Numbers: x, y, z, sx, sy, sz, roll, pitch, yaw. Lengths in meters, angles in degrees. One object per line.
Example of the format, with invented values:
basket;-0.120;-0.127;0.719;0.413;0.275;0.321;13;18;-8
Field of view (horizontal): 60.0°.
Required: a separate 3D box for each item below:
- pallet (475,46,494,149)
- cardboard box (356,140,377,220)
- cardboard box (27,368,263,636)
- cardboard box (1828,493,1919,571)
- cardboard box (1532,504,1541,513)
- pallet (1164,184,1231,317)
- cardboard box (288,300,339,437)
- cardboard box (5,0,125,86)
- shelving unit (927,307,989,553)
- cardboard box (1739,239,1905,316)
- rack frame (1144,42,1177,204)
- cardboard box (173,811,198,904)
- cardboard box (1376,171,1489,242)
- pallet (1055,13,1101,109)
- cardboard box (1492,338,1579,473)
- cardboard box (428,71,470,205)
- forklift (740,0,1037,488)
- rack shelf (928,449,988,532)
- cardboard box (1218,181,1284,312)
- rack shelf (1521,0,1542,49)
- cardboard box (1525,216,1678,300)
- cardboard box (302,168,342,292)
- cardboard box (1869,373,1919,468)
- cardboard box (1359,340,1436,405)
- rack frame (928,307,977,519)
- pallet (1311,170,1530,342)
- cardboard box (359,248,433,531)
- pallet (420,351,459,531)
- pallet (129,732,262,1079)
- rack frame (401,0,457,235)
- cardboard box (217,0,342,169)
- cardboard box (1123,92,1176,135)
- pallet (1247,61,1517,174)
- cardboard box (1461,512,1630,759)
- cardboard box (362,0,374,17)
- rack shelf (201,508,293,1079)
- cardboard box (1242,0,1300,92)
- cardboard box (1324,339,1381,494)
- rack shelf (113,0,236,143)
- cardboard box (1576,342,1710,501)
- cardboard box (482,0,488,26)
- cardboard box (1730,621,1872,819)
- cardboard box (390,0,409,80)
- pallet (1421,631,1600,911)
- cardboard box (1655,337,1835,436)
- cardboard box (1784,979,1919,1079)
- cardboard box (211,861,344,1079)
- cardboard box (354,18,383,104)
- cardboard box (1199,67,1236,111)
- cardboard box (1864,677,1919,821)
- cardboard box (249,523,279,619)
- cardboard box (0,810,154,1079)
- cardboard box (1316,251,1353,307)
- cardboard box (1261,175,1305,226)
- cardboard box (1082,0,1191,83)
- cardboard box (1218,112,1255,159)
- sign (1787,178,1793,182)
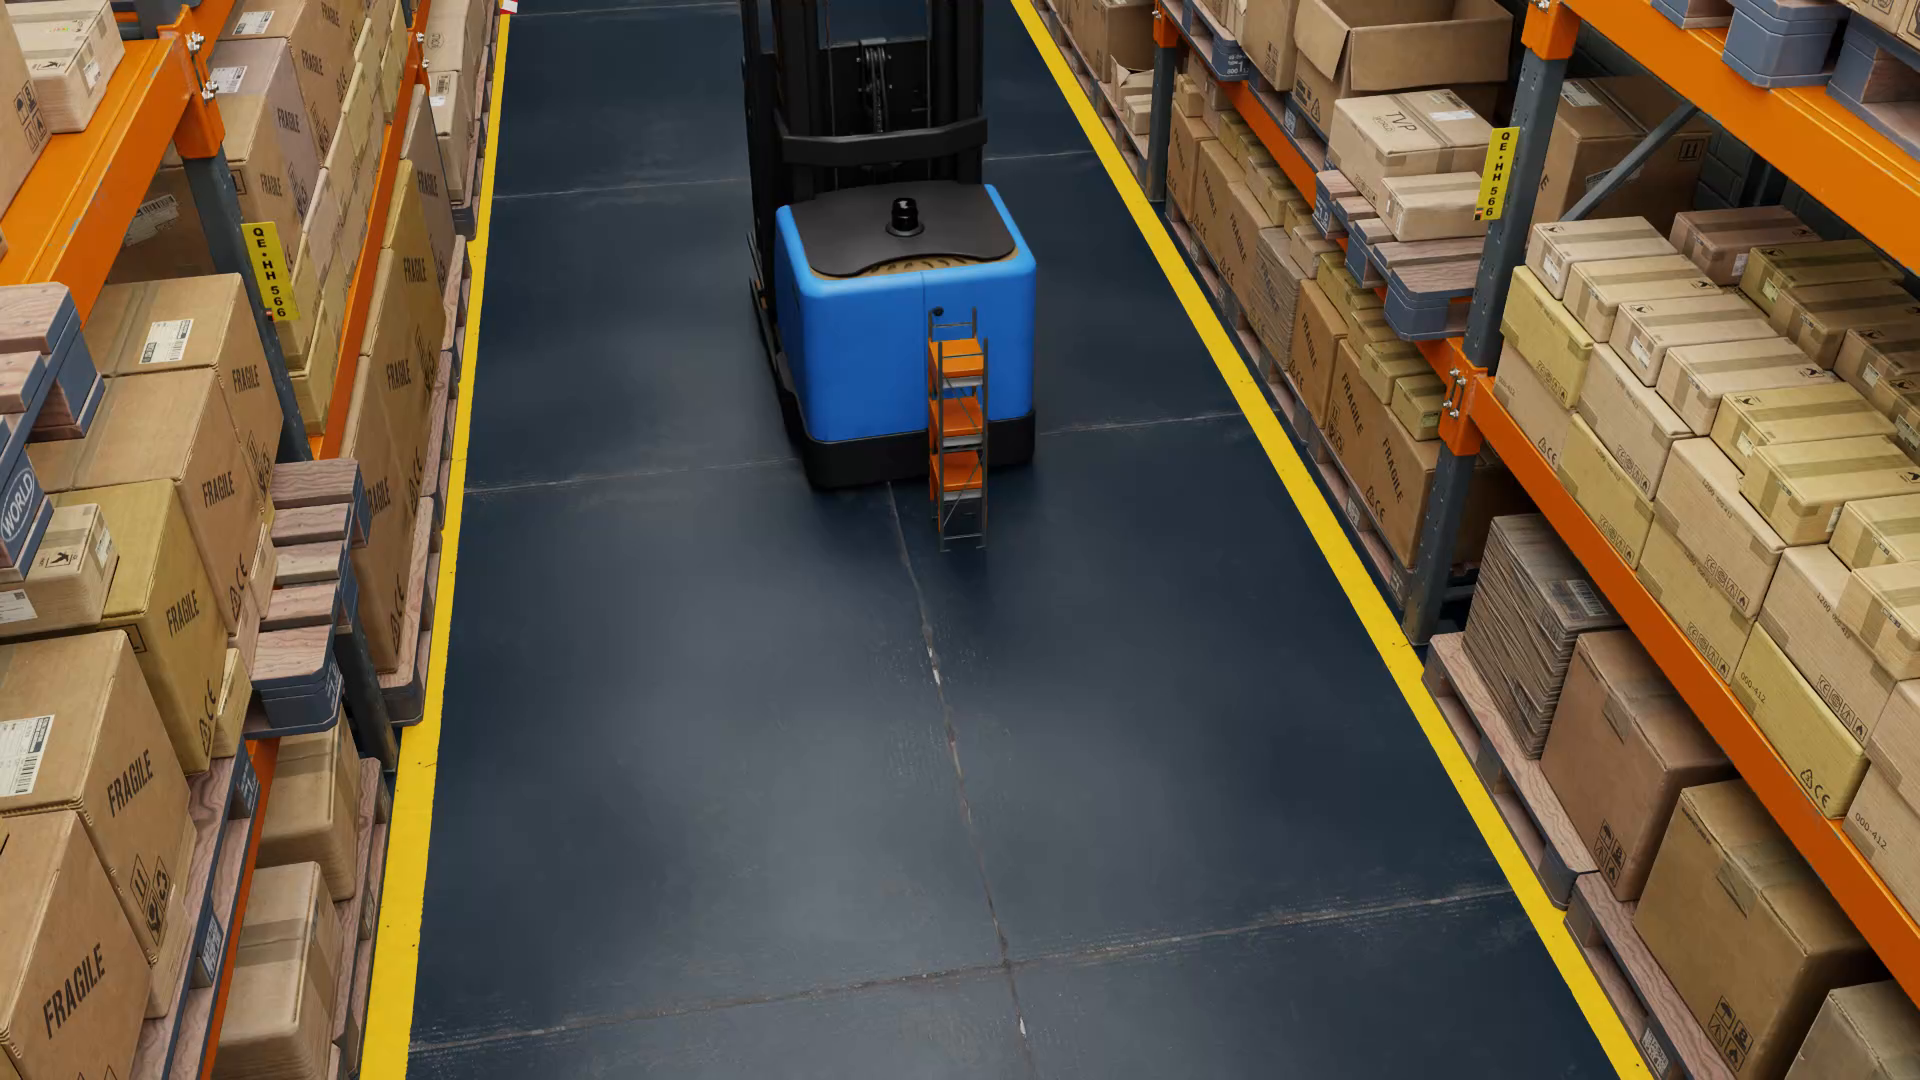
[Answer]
pallet;-3.560;-2.826;10.715;1.003;0.211;1.213;-6;38;-8
cardboard box;-2.707;-1.492;6.847;0.500;0.250;0.500;-6;38;-8
cardboard box;-2.130;-0.072;4.231;0.500;0.500;0.500;-7;38;-9
cardboard box;2.444;0.013;4.178;0.380;0.149;0.250;-6;38;-8
cardboard box;2.503;-0.304;6.892;0.500;0.500;0.500;-5;38;-6
pallet;1.780;-1.668;9.226;1.003;0.211;1.213;-6;38;-8
cardboard box;-2.423;-0.568;5.659;0.500;0.250;0.500;-7;38;-9
cardboard box;-2.323;-1.222;4.138;0.380;0.149;0.250;-6;38;-8
shelving unit;-0.009;-0.447;6.969;0.215;1.050;0.252;-6;38;-8
cardboard box;2.713;-0.816;5.245;0.380;0.149;0.250;-5;38;-7
rack frame;1.600;-3.257;8.997;1.000;3.000;0.127;-6;38;-8
cardboard box;-1.946;0.729;3.729;0.380;0.149;0.250;-7;38;-9
cardboard box;1.808;-1.263;6.293;0.380;0.149;0.250;-6;38;-7
pallet;1.263;-3.309;11.337;1.003;0.211;1.213;-6;38;-8
cardboard box;2.138;-0.487;5.554;0.500;0.250;0.500;-6;38;-8
cardboard box;-3.291;-2.265;9.467;0.875;0.438;0.875;-7;38;-9
forklift;-0.491;-2.299;7.820;1.130;2.935;3.031;-8;39;-10
rack shelf;-0.009;-0.219;7.147;0.215;0.259;0.240;-6;38;-8
cardboard box;1.649;-1.497;8.427;0.500;0.500;0.500;-7;38;-9
rack shelf;1.951;-2.949;6.743;1.077;0.370;4.000;-6;38;-8
cardboard box;2.067;-0.912;5.369;0.380;0.149;0.250;-5;38;-7
cardboard box;-2.520;-1.088;5.920;0.500;0.250;0.500;-5;38;-7
cardboard box;2.780;-0.346;4.640;0.380;0.149;0.250;-6;38;-8
cardboard box;1.887;-0.708;6.883;0.380;0.149;0.250;-8;39;-10
rack frame;-0.031;-0.521;7.064;0.200;1.050;0.008;-6;38;-8
pallet;2.113;-1.167;6.463;1.213;0.211;1.003;-6;38;-8
cardboard box;-2.777;-0.597;6.963;0.875;0.875;0.875;-6;38;-7
pallet;-2.859;-0.423;7.623;1.003;0.211;1.213;-6;38;-8
pallet;-2.198;0.962;3.723;1.003;0.211;1.213;-6;38;-8
rack frame;-3.286;-2.721;8.307;1.000;3.000;0.127;-6;38;-8
cardboard box;-2.603;-1.676;6.066;0.500;0.500;0.500;-5;38;-7
cardboard box;1.213;-2.602;10.135;0.380;0.149;0.250;-7;38;-9
pallet;1.956;-1.939;7.457;1.003;0.211;1.213;-6;38;-8
cardboard box;2.397;0.309;6.000;0.875;0.625;0.625;-5;38;-7
cardboard box;-2.863;-2.600;7.256;0.500;0.500;0.500;-6;38;-7
rack shelf;-2.234;1.187;3.863;1.077;0.370;4.000;-6;38;-8
cardboard box;1.693;-2.359;7.418;0.700;0.500;0.500;-6;38;-8
cardboard box;1.938;-0.555;7.215;0.500;0.500;0.500;-7;38;-9
rack shelf;-2.936;-2.413;6.053;1.077;0.370;4.000;-6;38;-8
cardboard box;2.225;-0.382;5.012;0.500;0.250;0.500;-5;38;-7
cardboard box;-3.773;-3.903;11.575;0.875;0.438;0.875;-7;38;-9
cardboard box;2.408;0.441;4.360;0.500;0.250;0.500;-5;38;-6
cardboard box;-2.959;-2.418;8.039;0.500;0.250;0.500;-7;38;-9
pallet;2.407;0.762;6.097;1.003;0.211;1.213;-6;38;-8
cardboard box;2.244;-0.442;4.764;0.380;0.149;0.250;-6;38;-7
cardboard box;2.771;1.564;4.386;0.875;0.625;0.625;-7;38;-8
cardboard box;-2.358;1.354;4.861;0.950;0.372;0.625;-7;38;-9
cardboard box;-2.778;-2.005;7.101;0.500;0.250;0.500;-5;38;-7
cardboard box;1.494;-2.412;8.834;0.380;0.149;0.250;-8;39;-10
cardboard box;2.483;0.549;3.814;0.500;0.250;0.500;-6;38;-7
cardboard box;-2.089;0.103;4.535;0.380;0.149;0.250;-7;38;-8
cardboard box;-1.845;0.872;3.016;0.500;0.500;0.500;-6;38;-8
cardboard box;1.838;-1.187;7.499;0.380;0.149;0.250;-7;38;-9
cardboard box;1.691;-1.664;8.114;0.380;0.149;0.250;-5;38;-6
cardboard box;1.206;-3.324;10.779;0.700;0.500;0.500;-8;38;-10
cardboard box;1.582;-2.134;8.718;0.380;0.149;0.250;-8;39;-10
sign;2.847;-1.360;5.611;0.100;0.325;0.005;-6;38;-8
